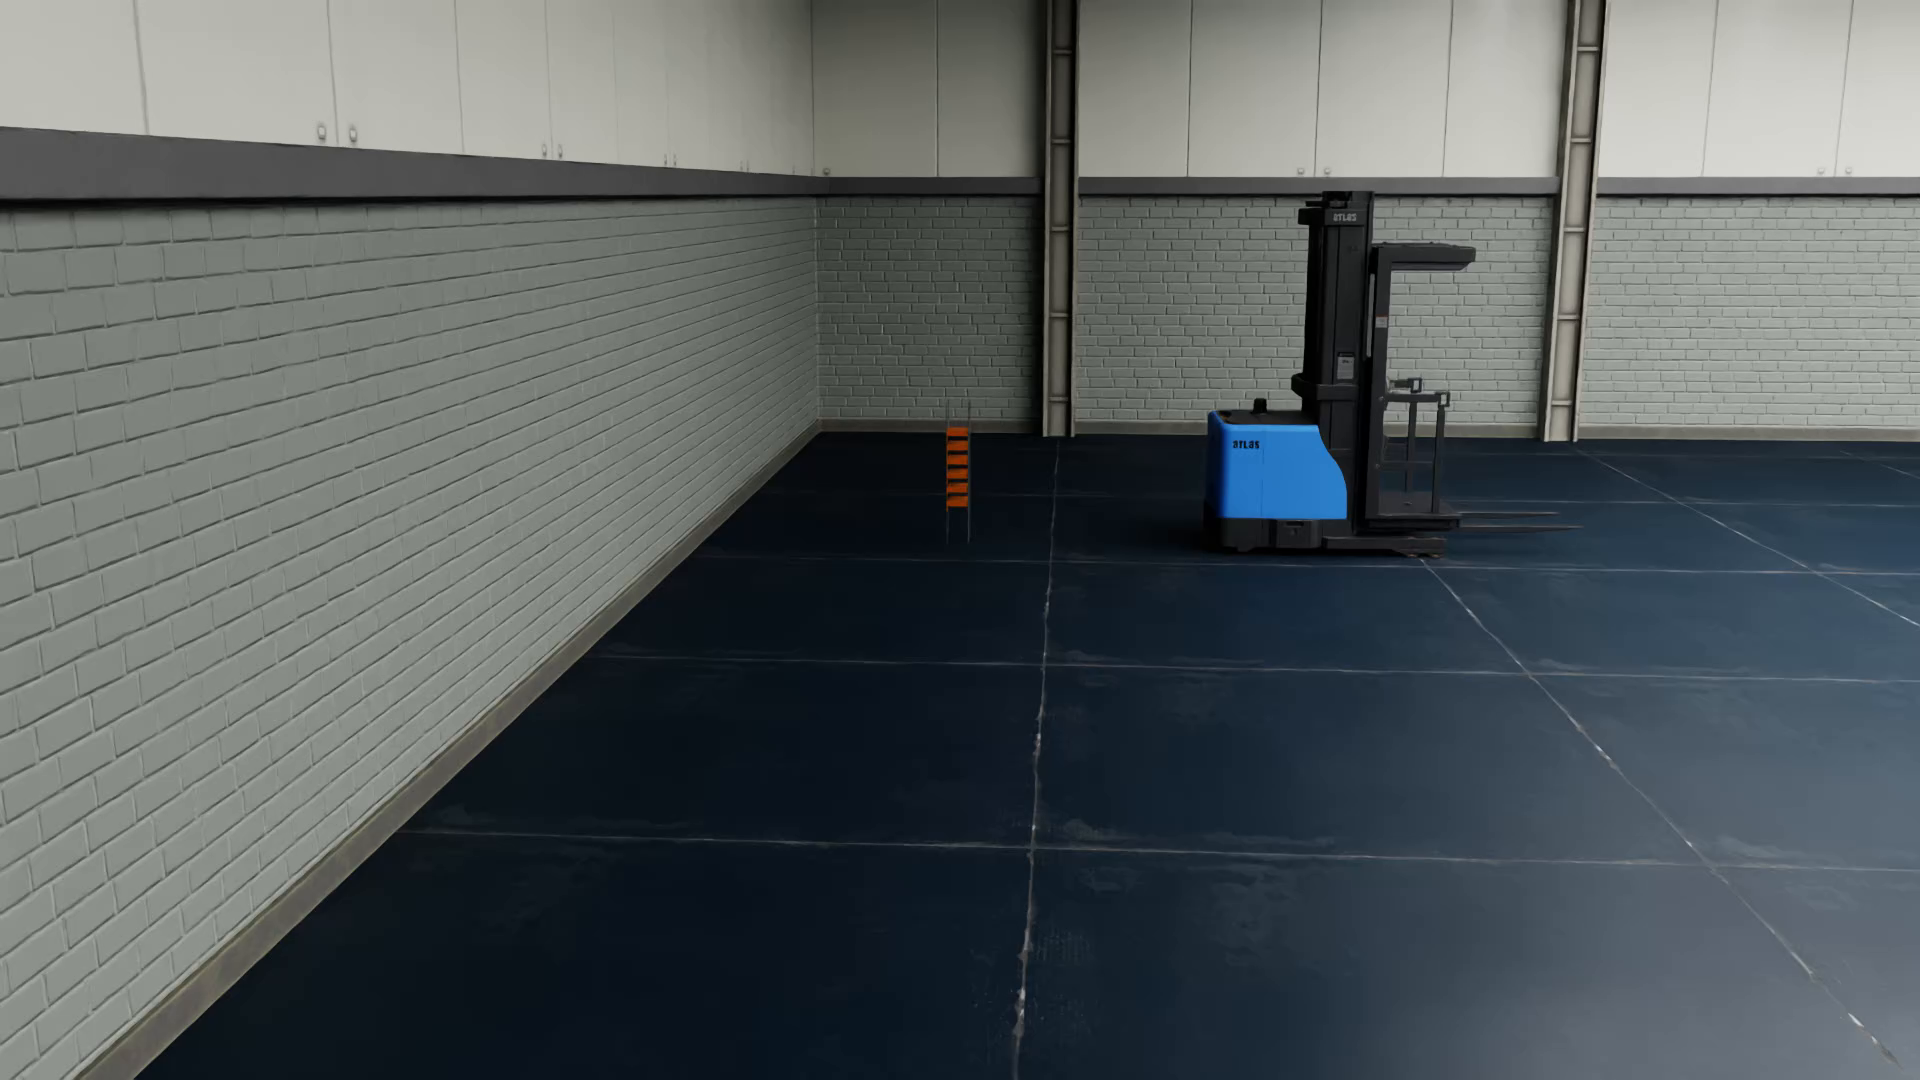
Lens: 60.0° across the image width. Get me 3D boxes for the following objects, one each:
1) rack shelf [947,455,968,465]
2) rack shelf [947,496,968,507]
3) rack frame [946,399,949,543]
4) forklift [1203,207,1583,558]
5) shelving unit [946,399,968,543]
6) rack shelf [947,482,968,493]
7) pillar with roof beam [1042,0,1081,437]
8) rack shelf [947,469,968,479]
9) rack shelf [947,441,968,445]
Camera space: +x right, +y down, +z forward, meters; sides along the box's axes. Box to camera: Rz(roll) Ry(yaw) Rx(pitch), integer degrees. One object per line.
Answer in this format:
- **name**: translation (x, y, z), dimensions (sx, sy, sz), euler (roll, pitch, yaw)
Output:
- **rack shelf**: translation (-0.014, -0.661, 14.131), dimensions (0.180, 0.103, 0.258), euler (1, 12, 4)
- **rack shelf**: translation (-0.014, -0.309, 14.204), dimensions (0.180, 0.103, 0.258), euler (1, 12, 4)
- **rack frame**: translation (-0.106, -0.589, 14.152), dimensions (0.006, 1.200, 0.240), euler (1, 12, 4)
- **forklift**: translation (3.627, -1.336, 13.824), dimensions (3.031, 2.797, 1.129), euler (1, 12, 2)
- **shelving unit**: translation (-0.017, -0.588, 14.146), dimensions (0.184, 1.200, 0.258), euler (1, 12, 4)
- **rack shelf**: translation (-0.014, -0.427, 14.180), dimensions (0.180, 0.103, 0.258), euler (1, 12, 4)
- **pillar with roof beam**: translation (0.924, -4.817, 15.317), dimensions (0.400, 9.000, 9.100), euler (1, 12, 4)
- **rack shelf**: translation (-0.014, -0.544, 14.155), dimensions (0.180, 0.103, 0.258), euler (1, 12, 4)
- **rack shelf**: translation (-0.014, -0.806, 14.101), dimensions (0.171, 0.034, 0.221), euler (1, 12, 4)
